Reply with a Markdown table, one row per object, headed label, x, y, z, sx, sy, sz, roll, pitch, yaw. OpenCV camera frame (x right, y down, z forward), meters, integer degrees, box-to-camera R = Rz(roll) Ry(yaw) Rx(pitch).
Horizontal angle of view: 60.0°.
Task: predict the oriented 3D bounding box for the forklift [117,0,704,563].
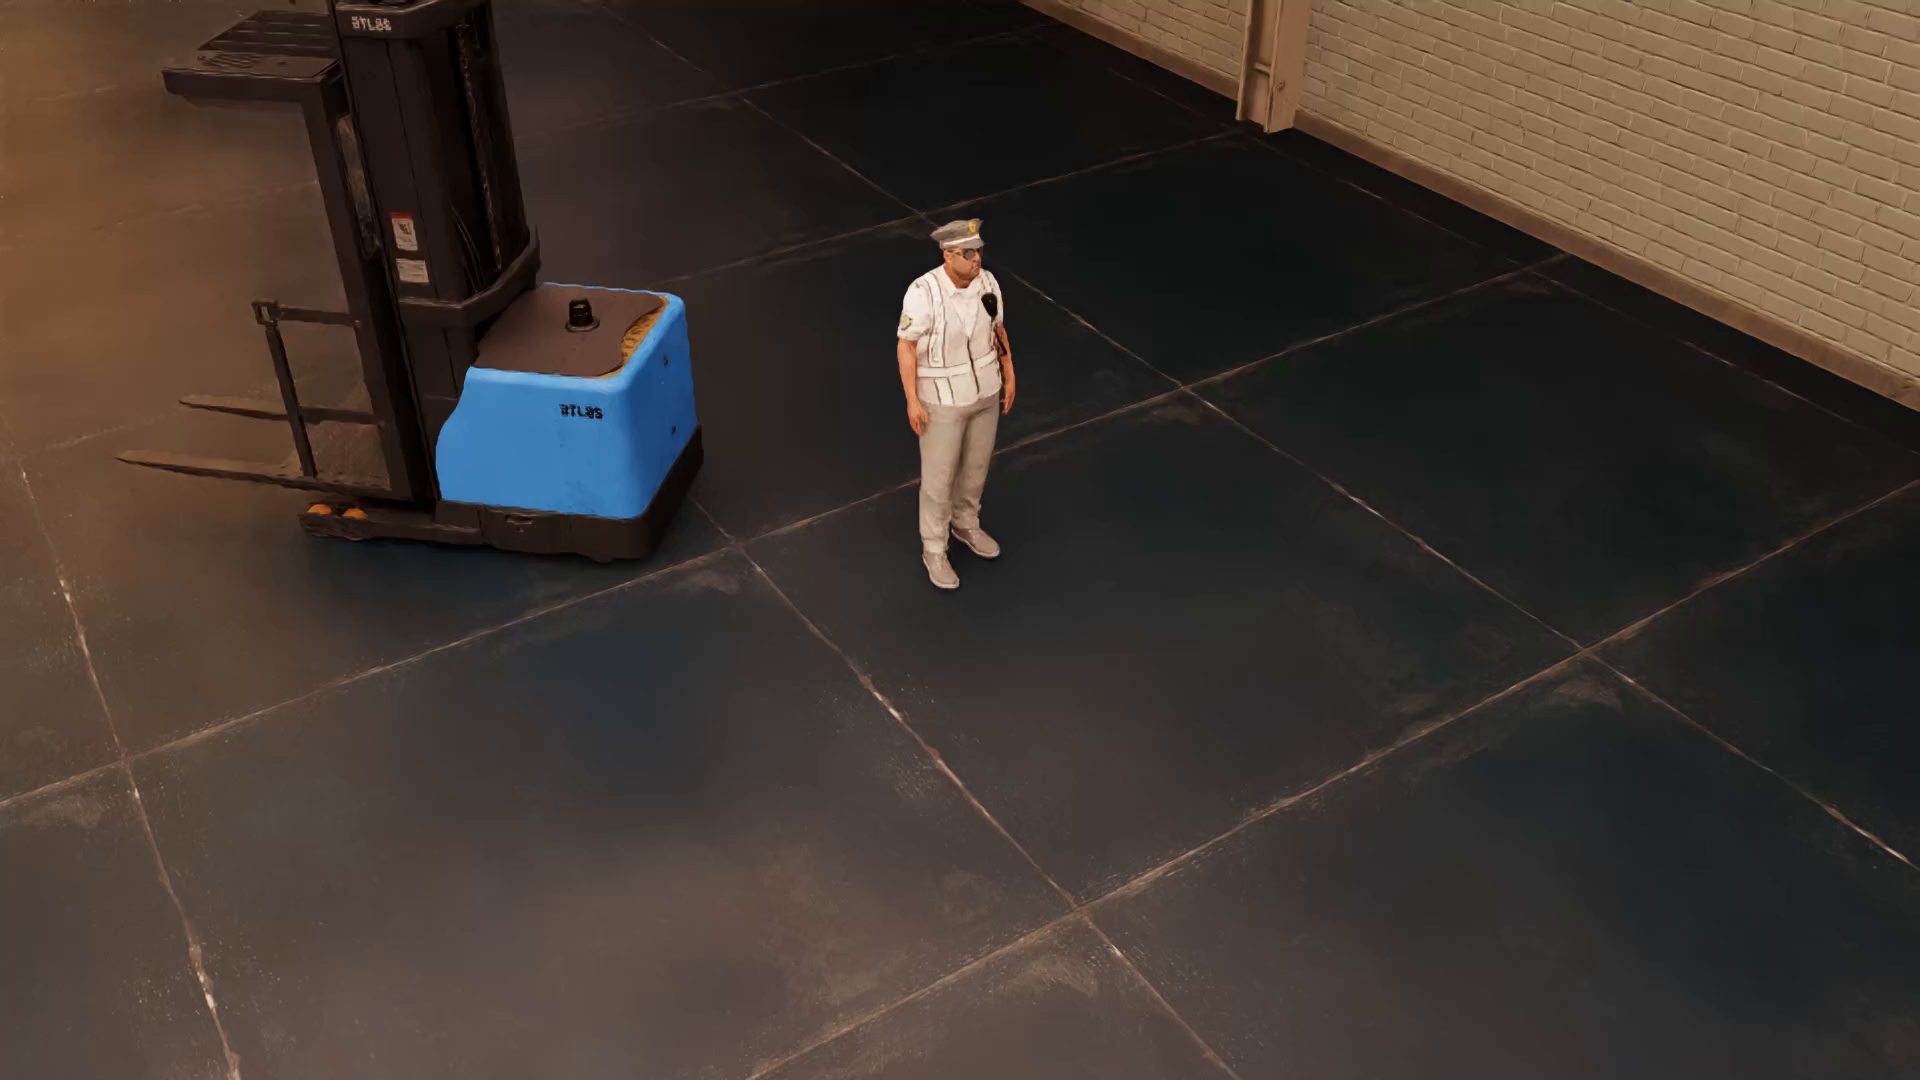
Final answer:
| label | x | y | z | sx | sy | sz | roll | pitch | yaw |
| --- | --- | --- | --- | --- | --- | --- | --- | --- | --- |
| forklift | -2.984 | -1.488 | 8.266 | 3.031 | 2.935 | 1.130 | 6 | 36 | 9 |

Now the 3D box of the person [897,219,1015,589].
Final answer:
| label | x | y | z | sx | sy | sz | roll | pitch | yaw |
| --- | --- | --- | --- | --- | --- | --- | --- | --- | --- |
| person | 0.033 | -0.695 | 8.121 | 0.640 | 1.781 | 0.574 | -21 | 40 | -27 |
